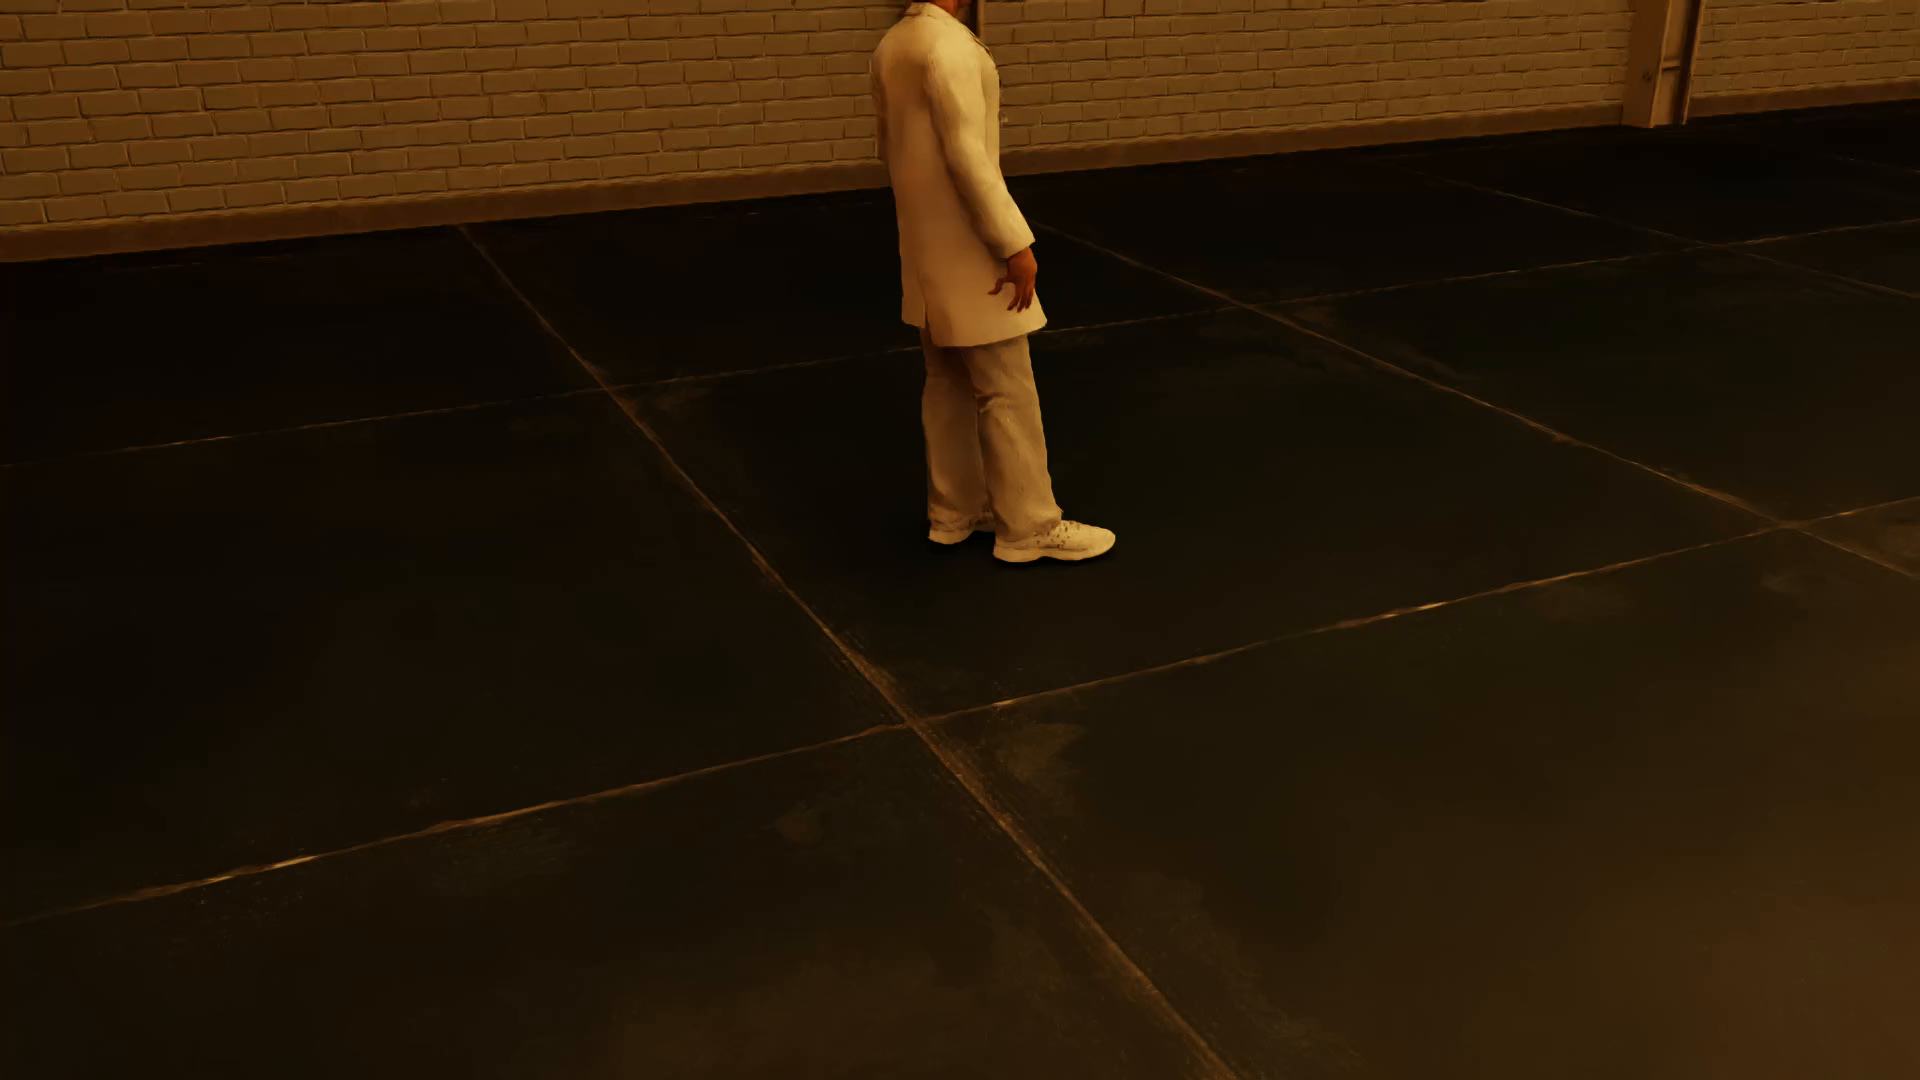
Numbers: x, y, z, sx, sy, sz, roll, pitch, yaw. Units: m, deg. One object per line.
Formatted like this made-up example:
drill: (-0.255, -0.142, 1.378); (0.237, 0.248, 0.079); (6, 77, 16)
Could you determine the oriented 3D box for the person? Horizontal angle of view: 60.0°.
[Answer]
person: (0.084, -0.841, 4.795); (0.579, 1.776, 0.694); (-10, 25, -23)
